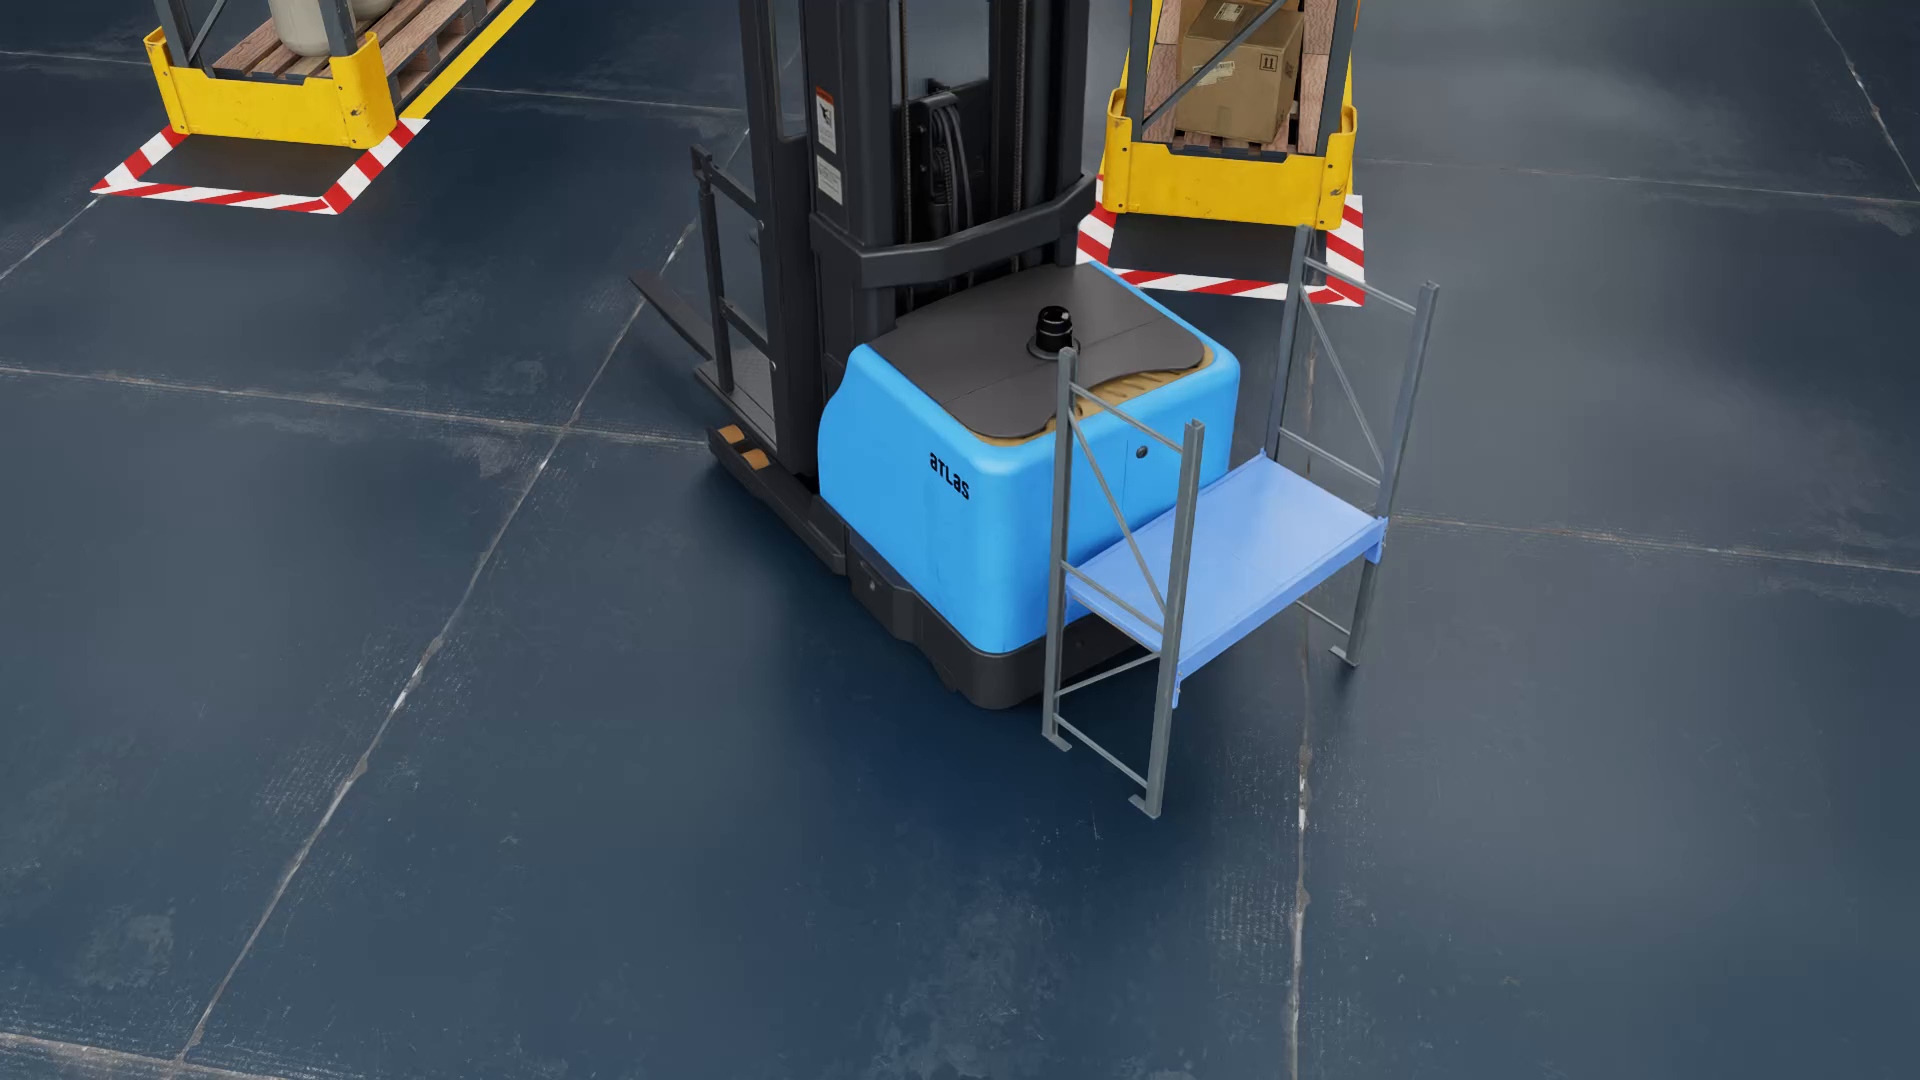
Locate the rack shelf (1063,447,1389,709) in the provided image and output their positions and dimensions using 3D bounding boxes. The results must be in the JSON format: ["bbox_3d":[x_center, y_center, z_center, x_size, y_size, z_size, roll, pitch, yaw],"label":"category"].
[{"bbox_3d":[0.824,0.093,5.243,1.000,0.185,0.538,-30,48,-31],"label":"rack shelf"}]

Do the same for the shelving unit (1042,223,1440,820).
[{"bbox_3d":[0.824,-0.046,5.128,1.048,1.500,0.538,-30,48,-31],"label":"shelving unit"}]

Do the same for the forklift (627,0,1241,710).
[{"bbox_3d":[-0.337,-1.474,5.733,1.130,2.935,3.031,-24,45,-26],"label":"forklift"}]

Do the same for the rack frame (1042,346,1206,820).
[{"bbox_3d":[0.449,0.173,4.864,0.032,1.500,0.500,-30,48,-31],"label":"rack frame"}]

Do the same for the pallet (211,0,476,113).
[{"bbox_3d":[-3.479,-2.810,9.484,1.003,0.211,1.213,6,40,8],"label":"pallet"}]

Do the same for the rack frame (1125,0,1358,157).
[{"bbox_3d":[1.287,-2.777,7.255,1.000,3.000,0.127,6,40,8],"label":"rack frame"}]

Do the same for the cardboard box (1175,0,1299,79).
[{"bbox_3d":[1.481,-2.744,8.847,0.500,0.500,0.500,17,42,19],"label":"cardboard box"}]

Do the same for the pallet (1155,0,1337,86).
[{"bbox_3d":[1.688,-3.019,9.736,1.003,0.211,1.213,6,40,8],"label":"pallet"}]

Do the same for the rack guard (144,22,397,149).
[{"bbox_3d":[-3.625,-2.412,8.776,1.175,0.500,0.348,6,40,8],"label":"rack guard"}]

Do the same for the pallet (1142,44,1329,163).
[{"bbox_3d":[1.475,-2.256,8.813,1.003,0.211,1.213,6,40,8],"label":"pallet"}]

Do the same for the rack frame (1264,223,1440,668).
[{"bbox_3d":[1.200,-0.264,5.392,0.032,1.500,0.500,-30,48,-31],"label":"rack frame"}]

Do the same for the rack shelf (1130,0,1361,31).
[{"bbox_3d":[1.633,-3.755,9.002,1.077,0.370,4.000,6,40,8],"label":"rack shelf"}]

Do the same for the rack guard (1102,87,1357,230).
[{"bbox_3d":[1.300,-1.861,8.109,1.175,0.500,0.348,6,40,8],"label":"rack guard"}]

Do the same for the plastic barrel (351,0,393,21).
[{"bbox_3d":[-3.466,-3.262,9.464,0.421,0.512,0.421,0,40,0],"label":"plastic barrel"}]

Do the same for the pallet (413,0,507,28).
[{"bbox_3d":[-3.266,-3.574,10.407,1.003,0.211,1.213,6,40,8],"label":"pallet"}]

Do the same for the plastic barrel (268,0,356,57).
[{"bbox_3d":[-3.553,-2.947,9.084,0.421,0.512,0.421,0,40,0],"label":"plastic barrel"}]

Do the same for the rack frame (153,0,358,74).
[{"bbox_3d":[-3.592,-3.323,7.915,1.000,3.000,0.127,6,40,8],"label":"rack frame"}]

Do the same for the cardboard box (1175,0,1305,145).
[{"bbox_3d":[1.411,-2.365,8.389,0.500,0.500,0.500,14,41,16],"label":"cardboard box"}]
